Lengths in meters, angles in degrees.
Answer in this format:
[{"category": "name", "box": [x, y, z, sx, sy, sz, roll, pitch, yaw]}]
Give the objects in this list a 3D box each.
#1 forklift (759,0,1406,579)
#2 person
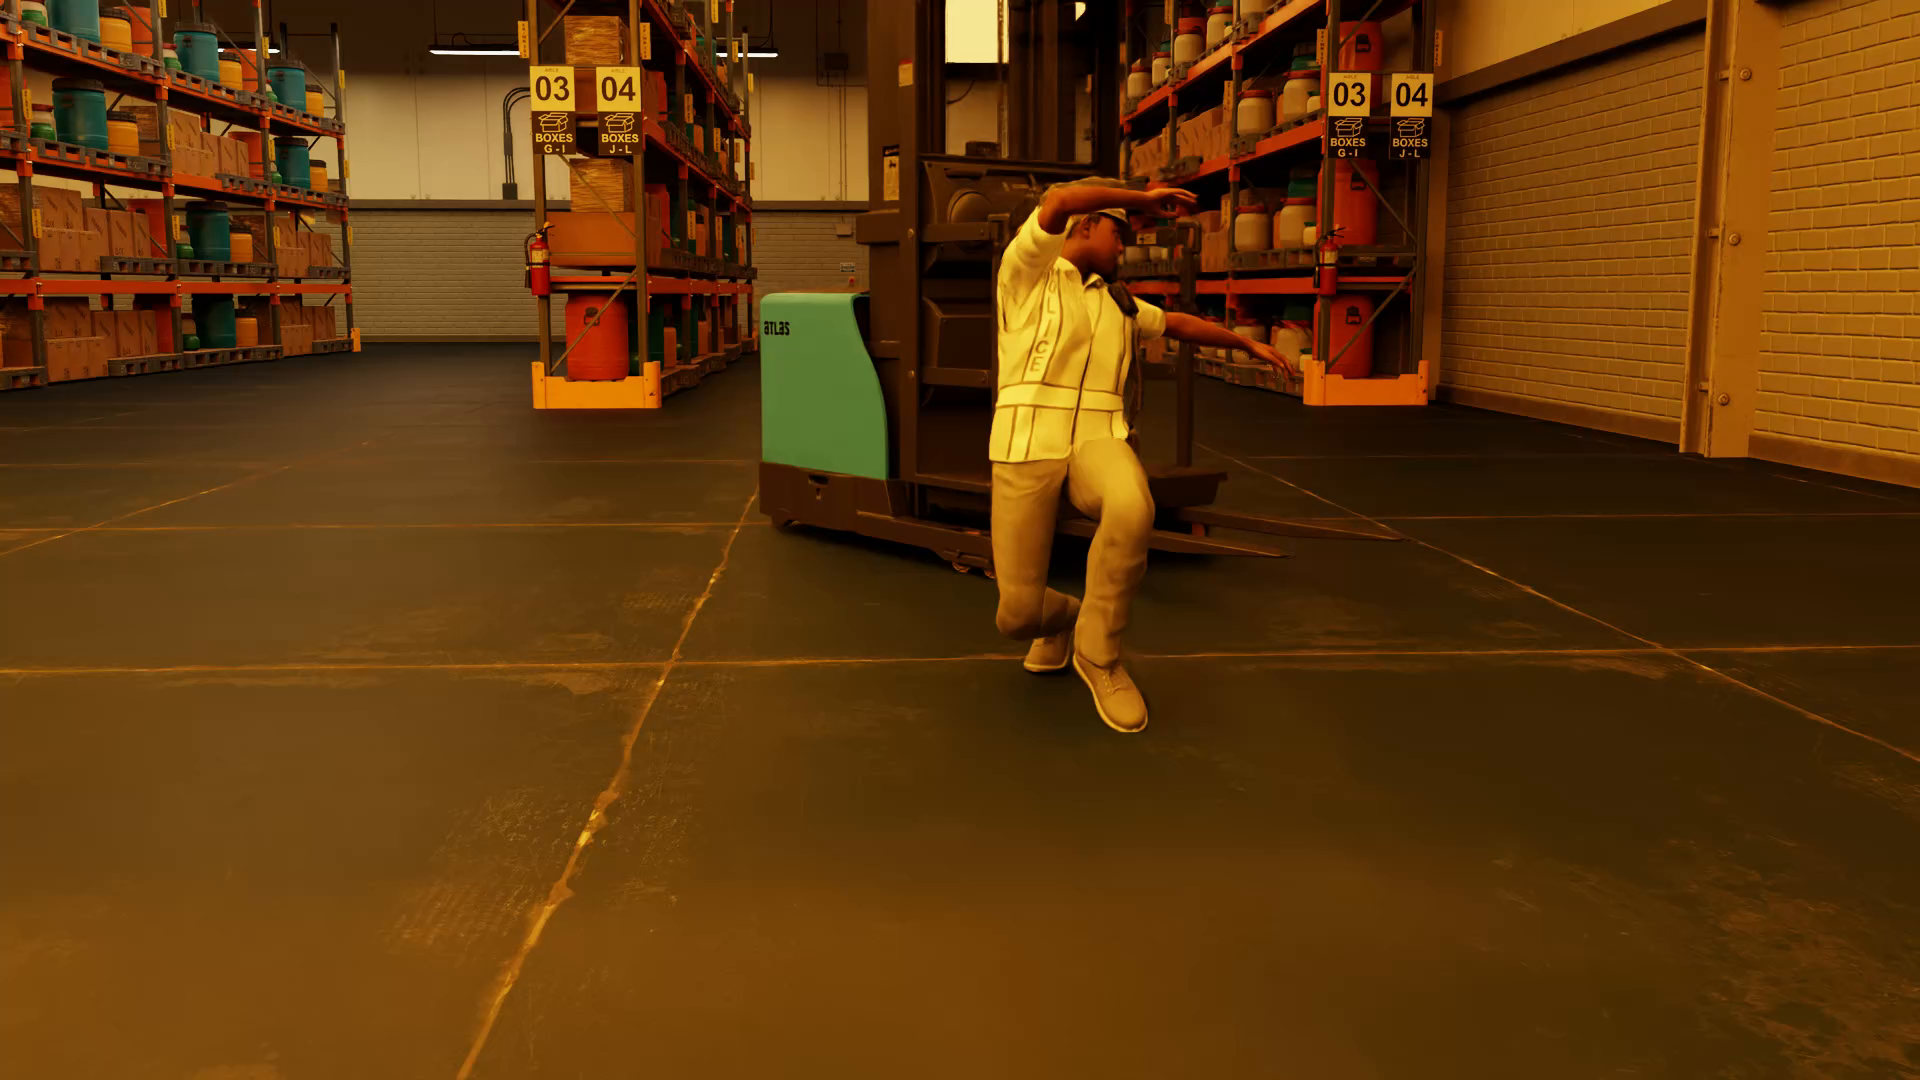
[{"category": "forklift", "box": [0.375, -1.382, 6.635, 1.130, 2.935, 3.031, -7, 11, -37]}, {"category": "person", "box": [0.553, -0.268, 4.454, 0.964, 1.389, 0.885, -2, 9, -10]}]
